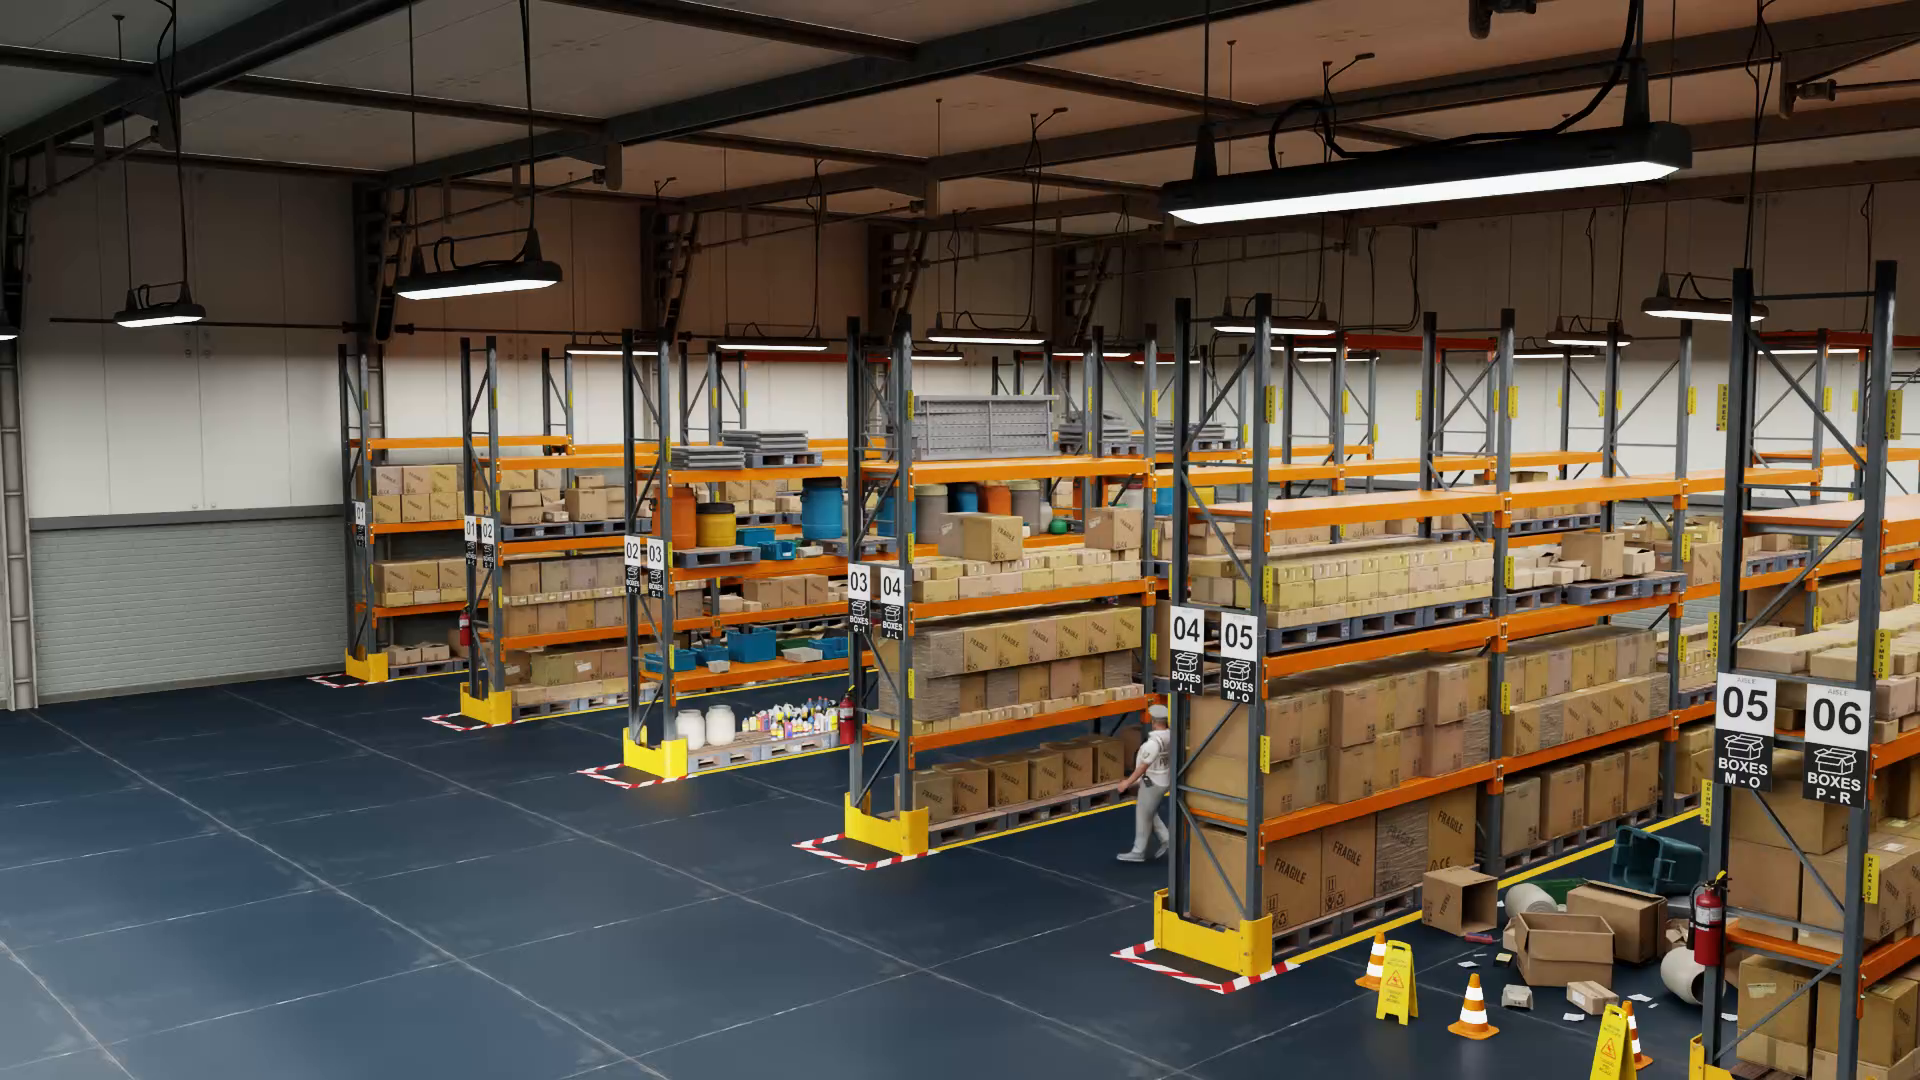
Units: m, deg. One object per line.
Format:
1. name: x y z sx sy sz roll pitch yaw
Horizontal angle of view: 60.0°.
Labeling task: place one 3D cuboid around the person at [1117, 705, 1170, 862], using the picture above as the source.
1. person: 2.043 2.662 18.215 0.637 1.758 0.606 2 5 21
